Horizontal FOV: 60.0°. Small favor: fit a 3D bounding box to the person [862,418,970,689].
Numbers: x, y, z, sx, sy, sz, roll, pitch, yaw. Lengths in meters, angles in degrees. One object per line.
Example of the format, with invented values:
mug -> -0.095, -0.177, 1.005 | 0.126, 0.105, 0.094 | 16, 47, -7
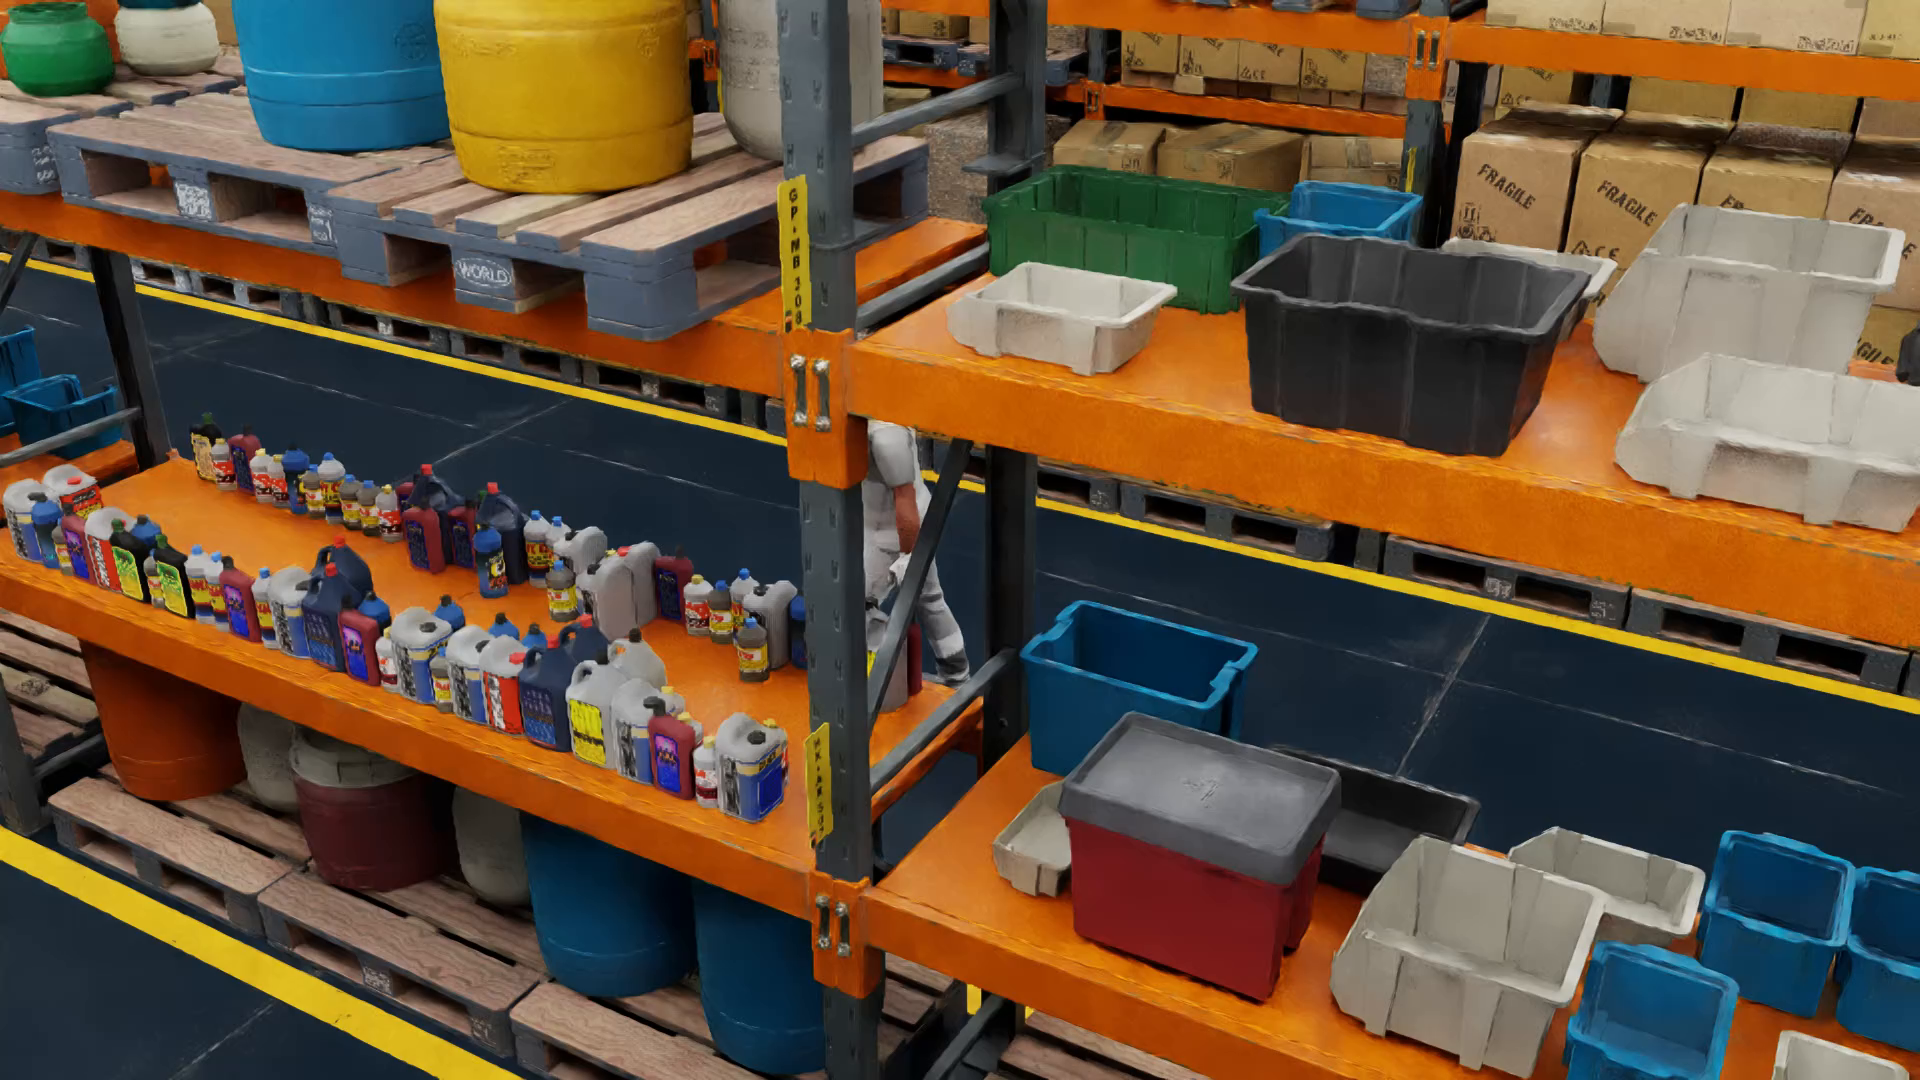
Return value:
person -> -0.318, -0.017, 7.139 | 0.719, 1.745, 0.660 | 2, 26, 5
